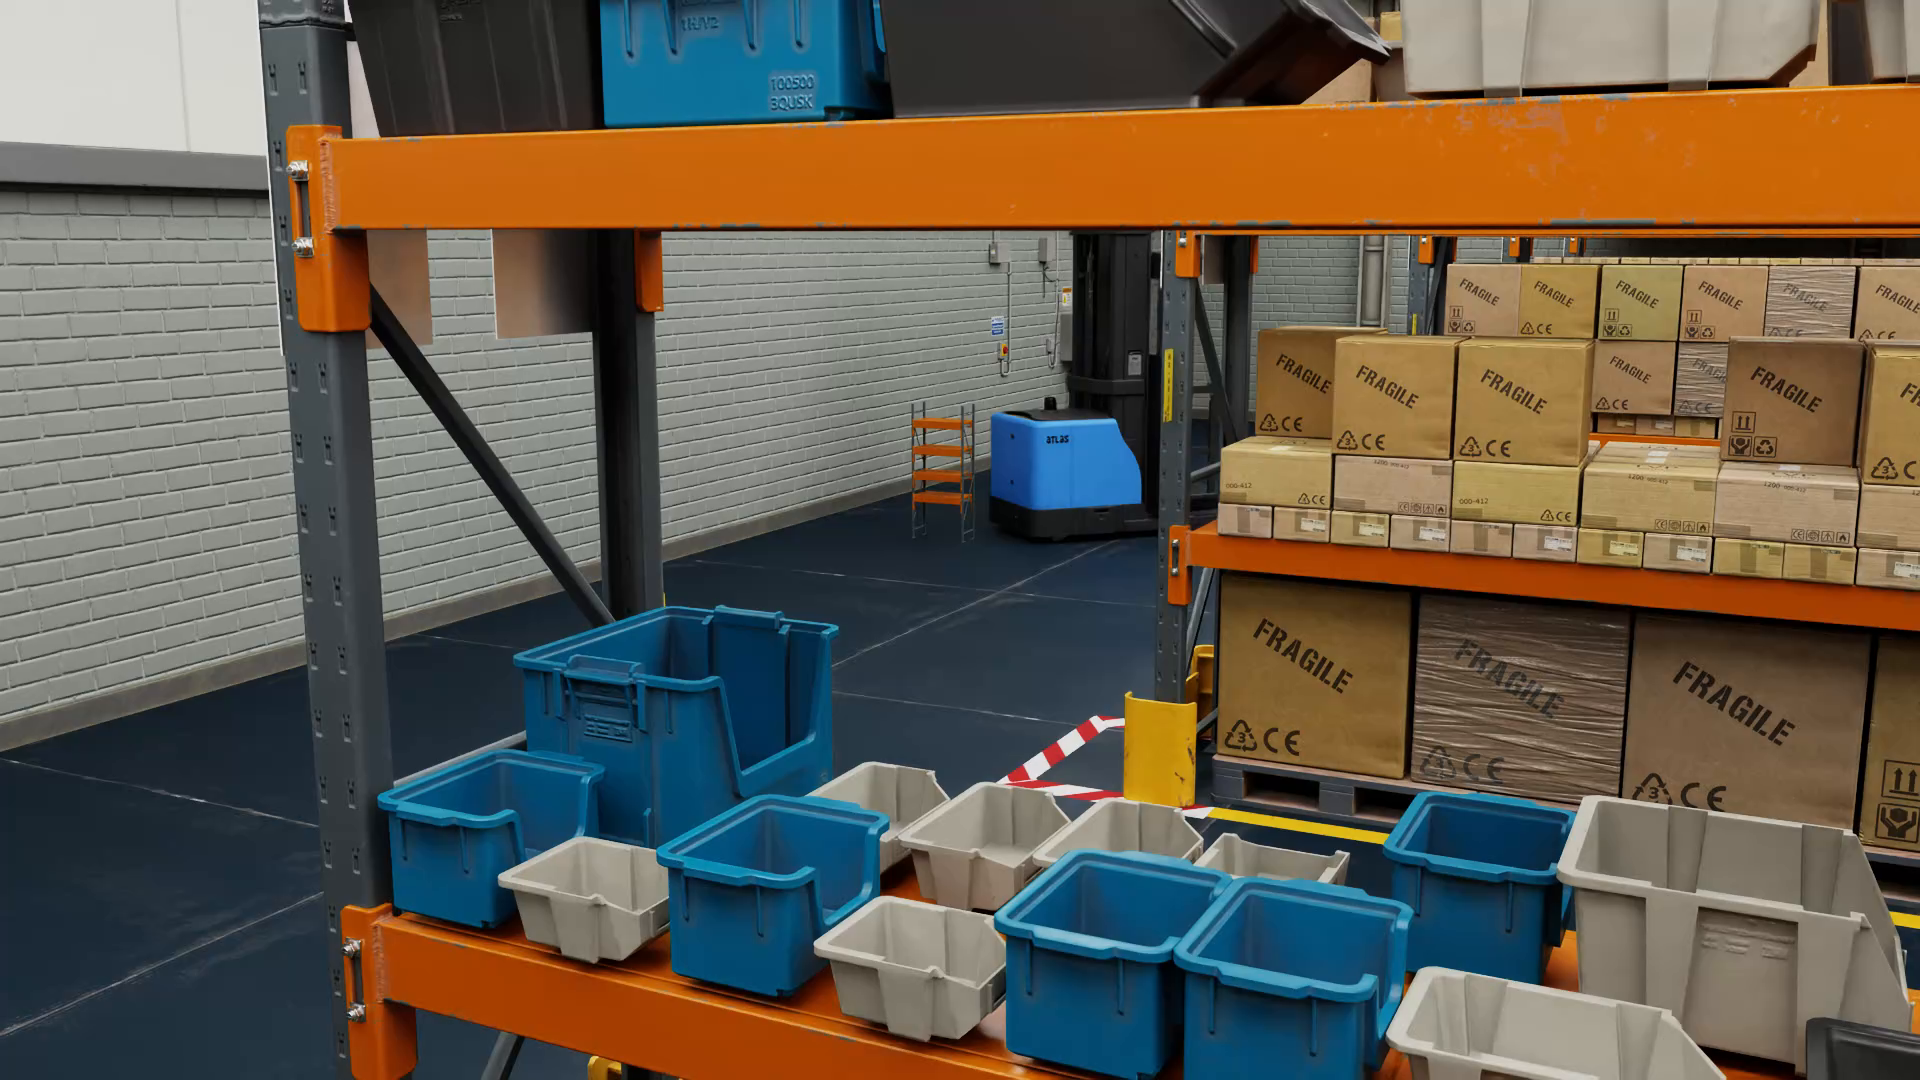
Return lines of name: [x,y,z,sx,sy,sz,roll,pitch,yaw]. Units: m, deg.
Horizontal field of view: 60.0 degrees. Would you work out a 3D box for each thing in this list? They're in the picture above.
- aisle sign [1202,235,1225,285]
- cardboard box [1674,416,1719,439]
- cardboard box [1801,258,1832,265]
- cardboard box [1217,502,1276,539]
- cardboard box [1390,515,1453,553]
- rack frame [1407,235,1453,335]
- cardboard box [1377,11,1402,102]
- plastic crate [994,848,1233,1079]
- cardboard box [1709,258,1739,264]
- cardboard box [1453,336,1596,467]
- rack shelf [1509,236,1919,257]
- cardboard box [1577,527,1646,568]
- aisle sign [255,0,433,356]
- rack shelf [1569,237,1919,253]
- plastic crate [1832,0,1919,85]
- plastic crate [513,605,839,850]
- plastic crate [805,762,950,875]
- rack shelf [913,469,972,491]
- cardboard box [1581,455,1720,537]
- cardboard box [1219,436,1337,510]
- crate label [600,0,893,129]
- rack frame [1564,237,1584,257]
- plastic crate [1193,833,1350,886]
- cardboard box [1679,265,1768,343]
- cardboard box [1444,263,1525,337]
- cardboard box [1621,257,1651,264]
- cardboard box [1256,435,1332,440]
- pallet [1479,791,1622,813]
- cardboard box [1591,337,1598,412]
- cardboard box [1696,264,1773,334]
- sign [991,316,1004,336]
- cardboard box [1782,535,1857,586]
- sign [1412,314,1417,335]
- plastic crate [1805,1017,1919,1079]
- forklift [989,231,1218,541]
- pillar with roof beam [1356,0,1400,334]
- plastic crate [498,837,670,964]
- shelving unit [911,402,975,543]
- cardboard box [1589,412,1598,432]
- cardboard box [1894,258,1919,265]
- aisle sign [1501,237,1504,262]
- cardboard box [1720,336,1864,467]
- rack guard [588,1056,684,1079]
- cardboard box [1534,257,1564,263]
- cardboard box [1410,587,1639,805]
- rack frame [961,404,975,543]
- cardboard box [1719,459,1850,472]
aisle sign: [1.260,-1.654,8.146,0.004,0.787,0.394,5,11,26]
cardboard box: [5.044,-0.789,11.372,0.250,0.149,0.380,5,12,28]
cardboard box: [7.864,-2.513,15.282,0.250,0.149,0.380,5,11,25]
cardboard box: [1.365,-0.117,7.658,0.250,0.149,0.380,5,11,26]
cardboard box: [2.059,-0.056,7.324,0.250,0.149,0.380,5,11,25]
rack frame: [3.477,-1.105,12.414,0.127,3.000,1.000,5,11,26]
cardboard box: [2.134,-2.006,7.228,0.500,0.500,0.700,5,11,24]
plastic crate: [0.257,0.699,2.749,0.300,0.233,0.416,5,11,26]
cardboard box: [7.145,-2.563,15.559,0.250,0.149,0.380,5,11,24]
cardboard box: [2.419,-0.602,7.116,0.500,0.500,0.500,5,11,24]
rack shelf: [7.371,-2.868,15.752,4.000,0.370,1.077,5,11,26]
cardboard box: [2.745,0.004,6.989,0.250,0.149,0.380,5,11,24]
aisle sign: [-1.195,-0.767,3.248,0.004,0.787,0.394,5,11,26]
rack shelf: [9.564,-3.661,20.134,4.000,0.370,1.077,5,11,26]
plastic crate: [1.279,-0.600,1.943,0.466,0.136,0.293,5,11,26]
plastic crate: [-0.616,0.420,3.721,0.499,0.435,0.616,5,11,26]
plastic crate: [-0.188,0.606,3.533,0.243,0.136,0.396,5,11,26]
rack shelf: [-0.148,-0.537,14.707,0.480,0.148,0.258,5,11,26]
cardboard box: [2.892,-0.192,6.956,0.500,0.250,0.500,5,11,25]
cardboard box: [1.503,-0.313,7.621,0.500,0.250,0.500,5,11,24]
crate label: [-0.315,-0.809,2.770,0.502,0.251,0.408,5,11,26]
rack frame: [7.770,-2.697,21.208,0.127,3.000,1.000,5,11,26]
plastic crate: [0.600,0.669,3.182,0.250,0.136,0.298,5,11,26]
cardboard box: [5.133,-1.592,11.181,0.500,0.500,0.500,5,11,24]
cardboard box: [3.763,-1.715,11.860,0.500,0.500,0.500,5,11,25]
cardboard box: [6.466,-2.626,15.907,0.250,0.149,0.380,5,11,24]
cardboard box: [1.744,-0.398,8.091,0.500,0.250,0.500,5,11,25]
pallet: [3.034,1.198,7.518,1.213,0.211,1.003,5,11,26]
cardboard box: [4.249,-1.183,11.729,0.500,0.500,0.500,5,11,26]
cardboard box: [5.398,-1.676,11.643,0.500,0.500,0.500,5,11,24]
sign: [0.434,-2.474,19.221,0.001,0.218,0.327,5,11,26]
cardboard box: [3.438,0.065,6.653,0.250,0.149,0.380,5,12,27]
sign: [3.238,-1.445,11.858,0.005,0.325,0.100,5,11,26]
plastic crate: [1.465,0.846,2.238,0.590,0.125,0.437,5,11,26]
forklift: [1.838,-1.577,15.215,3.031,2.935,1.130,-4,11,-22]
pillar with roof beam: [3.846,-5.318,18.844,0.400,9.000,9.100,5,11,26]
plastic crate: [-0.673,0.681,3.118,0.298,0.136,0.250,5,11,26]
shelving unit: [-0.148,-0.603,14.695,0.503,1.200,0.258,5,11,26]
cardboard box: [4.380,-0.862,11.776,0.250,0.149,0.380,6,12,28]
cardboard box: [8.559,-2.460,14.993,0.250,0.149,0.380,5,12,27]
aisle sign: [5.384,-3.142,16.370,0.004,0.787,0.394,5,11,26]
cardboard box: [3.556,-0.606,7.138,0.500,0.500,0.500,5,11,24]
rack guard: [-1.027,1.700,3.932,0.348,0.500,1.175,5,11,26]
cardboard box: [5.773,-2.692,16.272,0.250,0.149,0.380,5,12,27]
cardboard box: [2.618,0.627,7.629,0.875,0.875,0.875,5,11,26]
rack frame: [0.070,-0.584,14.589,0.015,1.200,0.240,5,11,26]
cardboard box: [3.563,-0.237,7.204,0.500,0.250,0.500,5,12,27]
